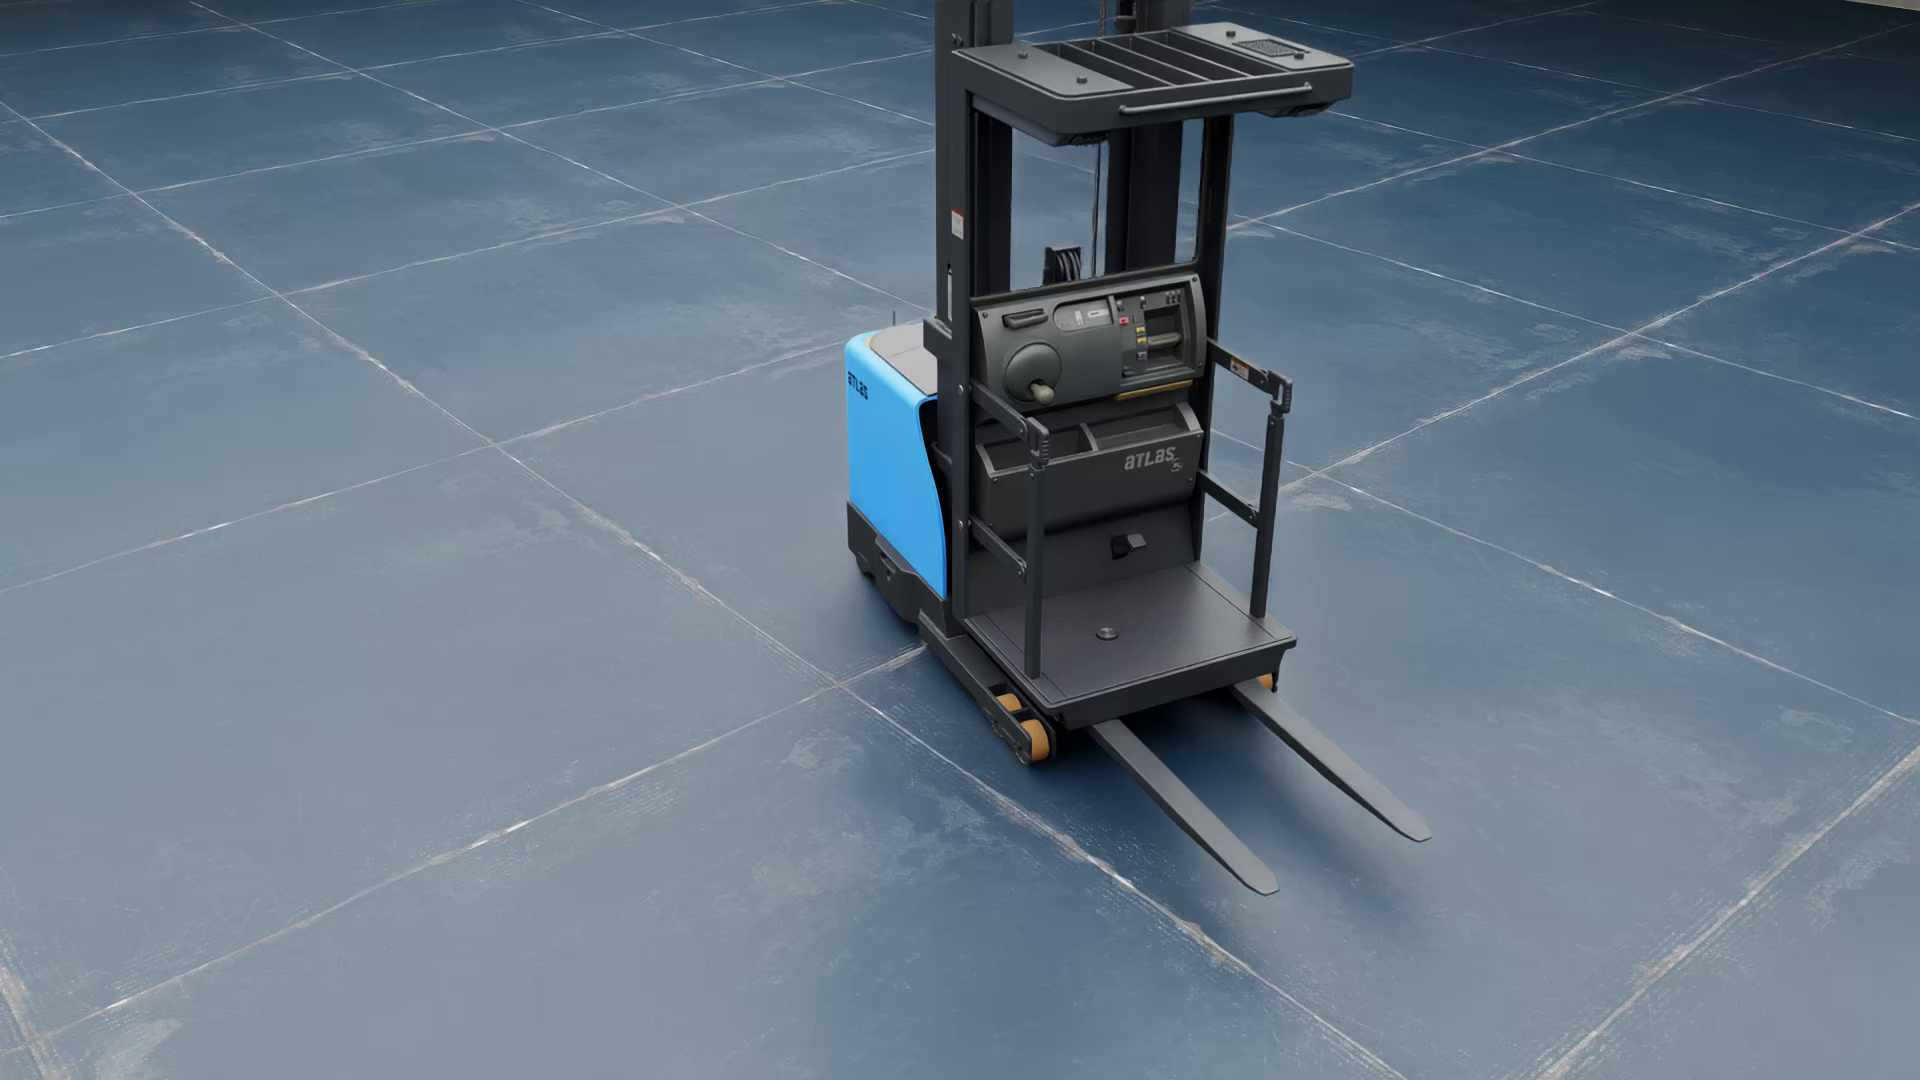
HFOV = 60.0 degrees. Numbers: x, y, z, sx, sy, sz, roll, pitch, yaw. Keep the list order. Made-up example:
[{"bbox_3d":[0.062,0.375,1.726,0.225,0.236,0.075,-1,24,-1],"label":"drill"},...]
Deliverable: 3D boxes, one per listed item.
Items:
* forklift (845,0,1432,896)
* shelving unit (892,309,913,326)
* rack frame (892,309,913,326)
[{"bbox_3d":[0.590,-0.696,5.942,1.130,2.935,3.031,-13,31,-23],"label":"forklift"},{"bbox_3d":[-0.146,-0.554,7.673,0.252,1.050,0.215,-13,31,-23],"label":"shelving unit"},{"bbox_3d":[-0.255,-0.528,7.625,0.008,1.050,0.200,-13,31,-23],"label":"rack frame"}]
